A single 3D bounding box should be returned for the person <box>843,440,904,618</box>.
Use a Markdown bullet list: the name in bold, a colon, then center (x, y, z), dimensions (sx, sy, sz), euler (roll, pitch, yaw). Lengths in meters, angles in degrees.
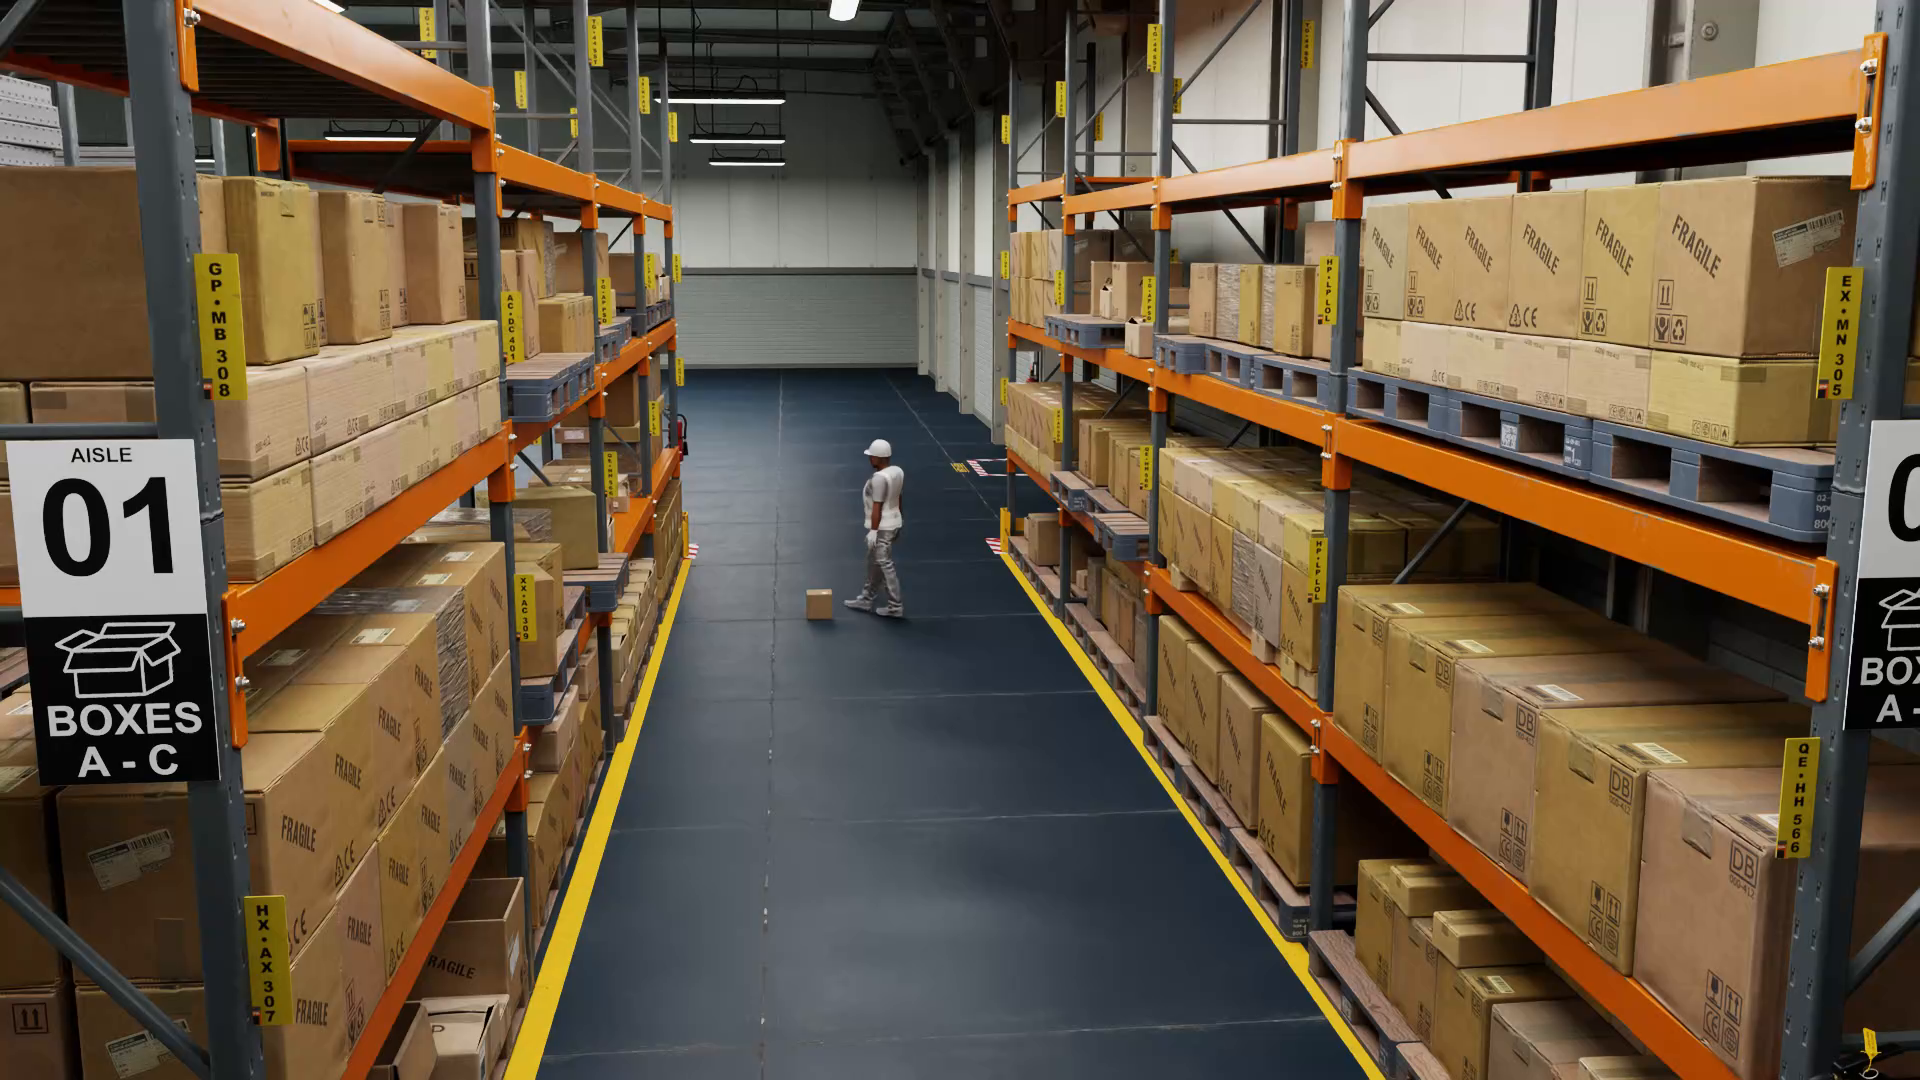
- **person**: center (-0.900, -0.129, 16.530), dimensions (0.713, 1.768, 0.591), euler (3, 10, 19)
